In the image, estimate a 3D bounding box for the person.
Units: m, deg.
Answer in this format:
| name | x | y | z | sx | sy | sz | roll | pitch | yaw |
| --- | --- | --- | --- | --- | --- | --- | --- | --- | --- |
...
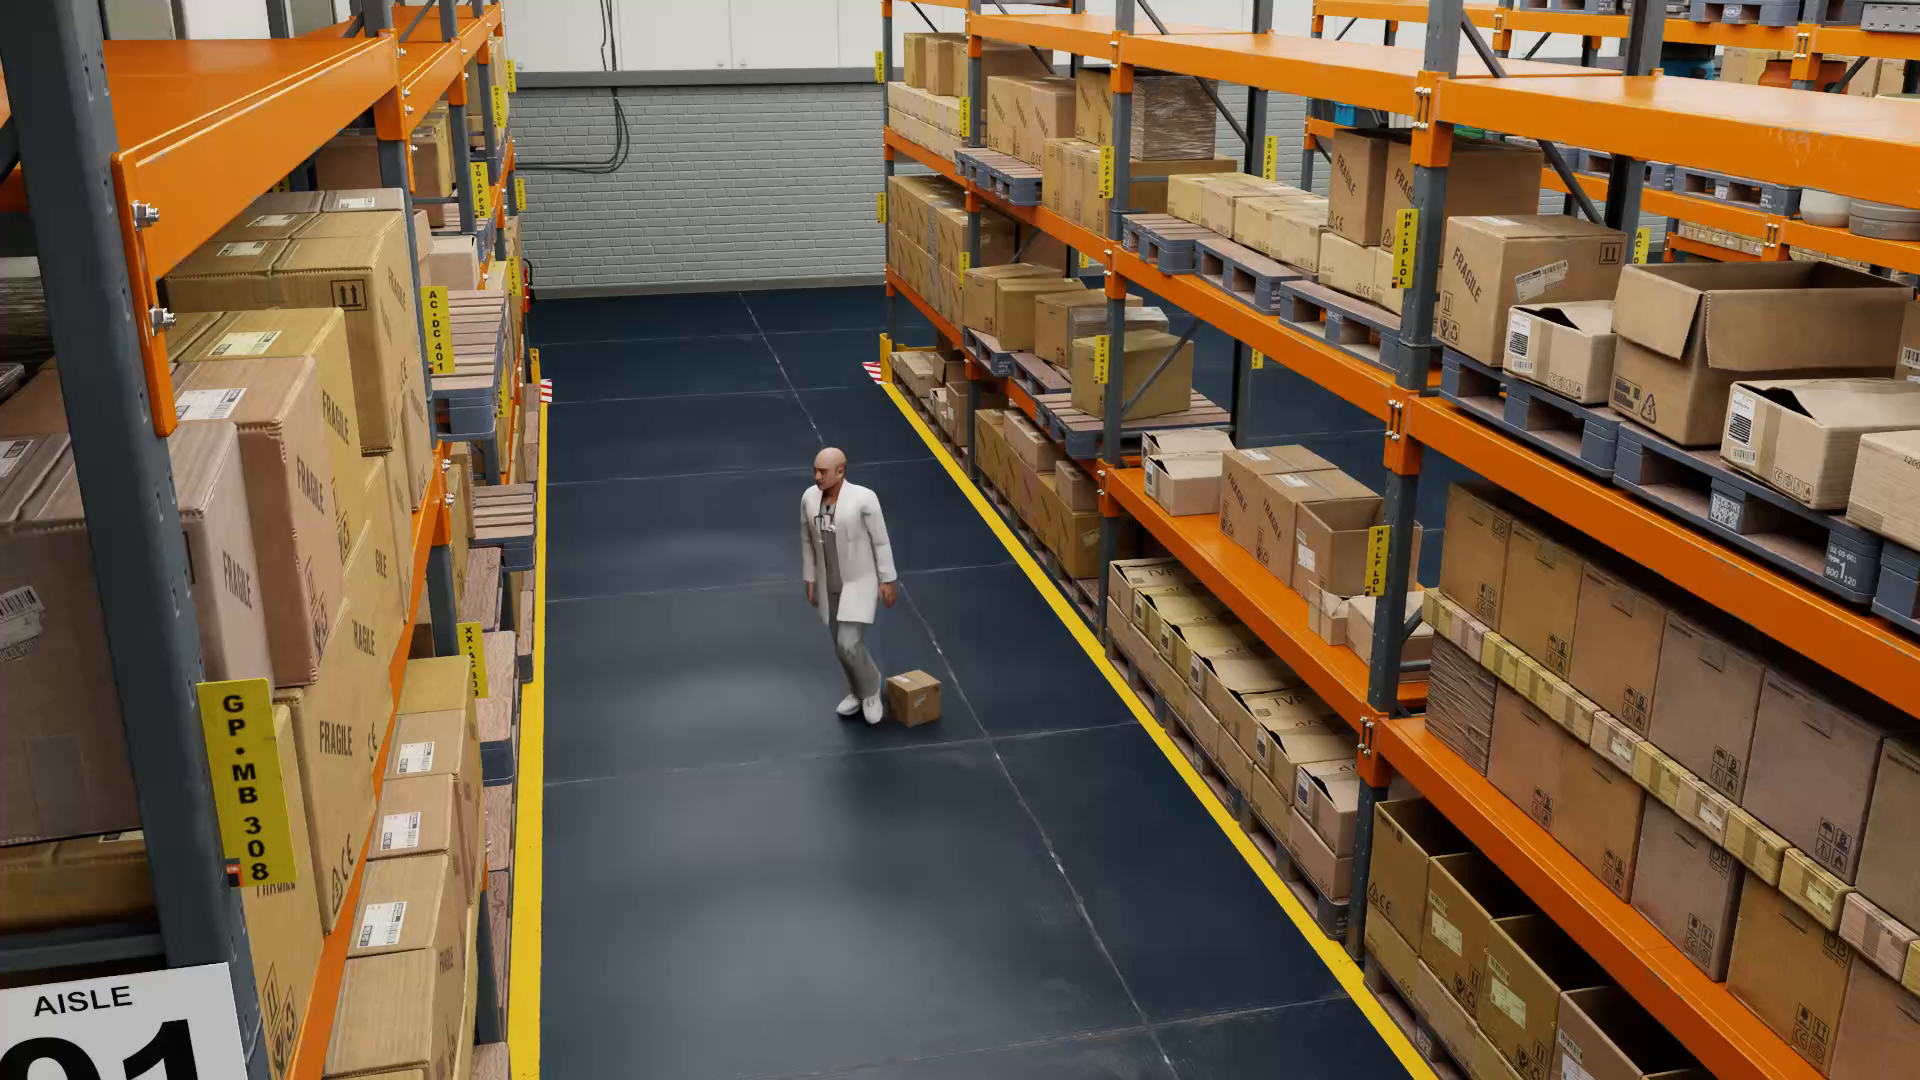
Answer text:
| name | x | y | z | sx | sy | sz | roll | pitch | yaw |
| --- | --- | --- | --- | --- | --- | --- | --- | --- | --- |
| person | -0.703 | 0.264 | 10.274 | 0.616 | 1.762 | 0.551 | 12 | 23 | 31 |
